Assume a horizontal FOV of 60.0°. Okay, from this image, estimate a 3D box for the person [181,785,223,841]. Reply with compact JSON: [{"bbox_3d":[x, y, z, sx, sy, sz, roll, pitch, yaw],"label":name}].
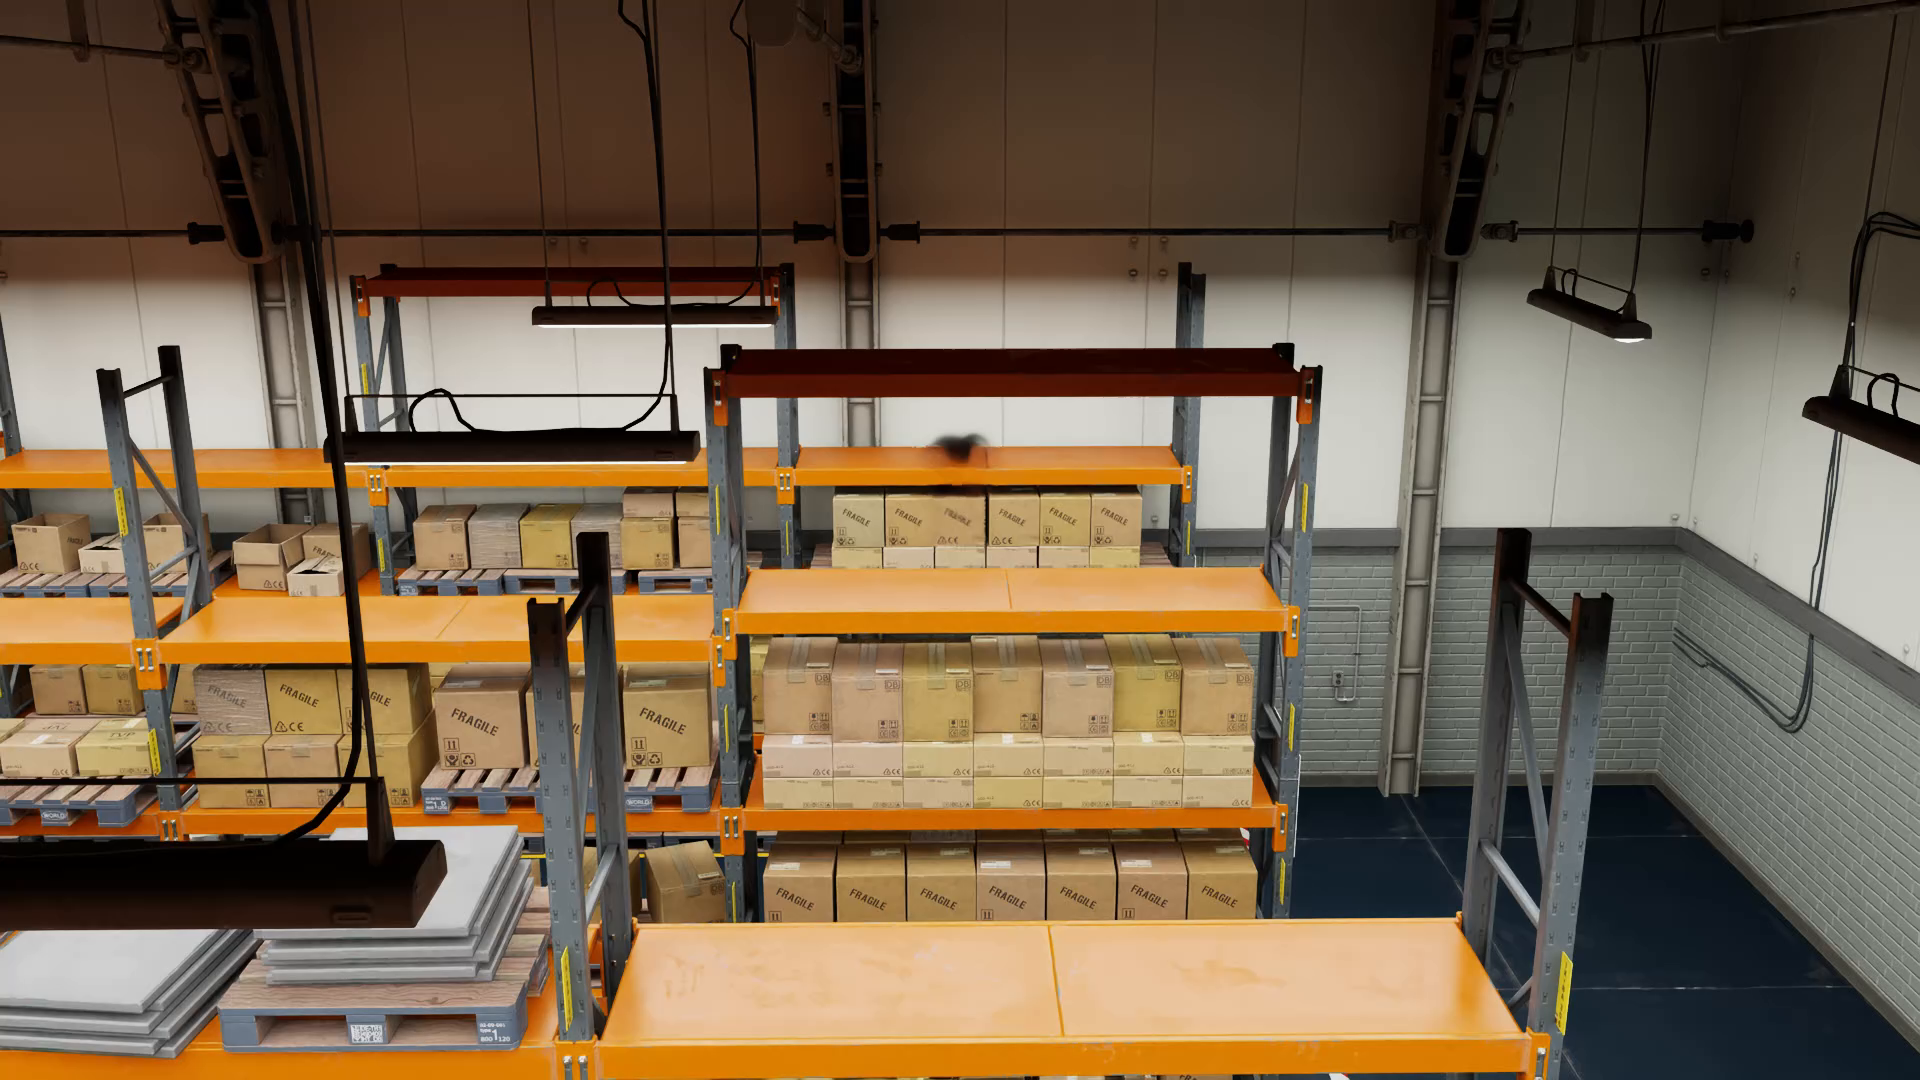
[{"bbox_3d":[-7.312,2.830,15.911,0.515,1.686,0.409,-5,17,-17],"label":"person"}]
